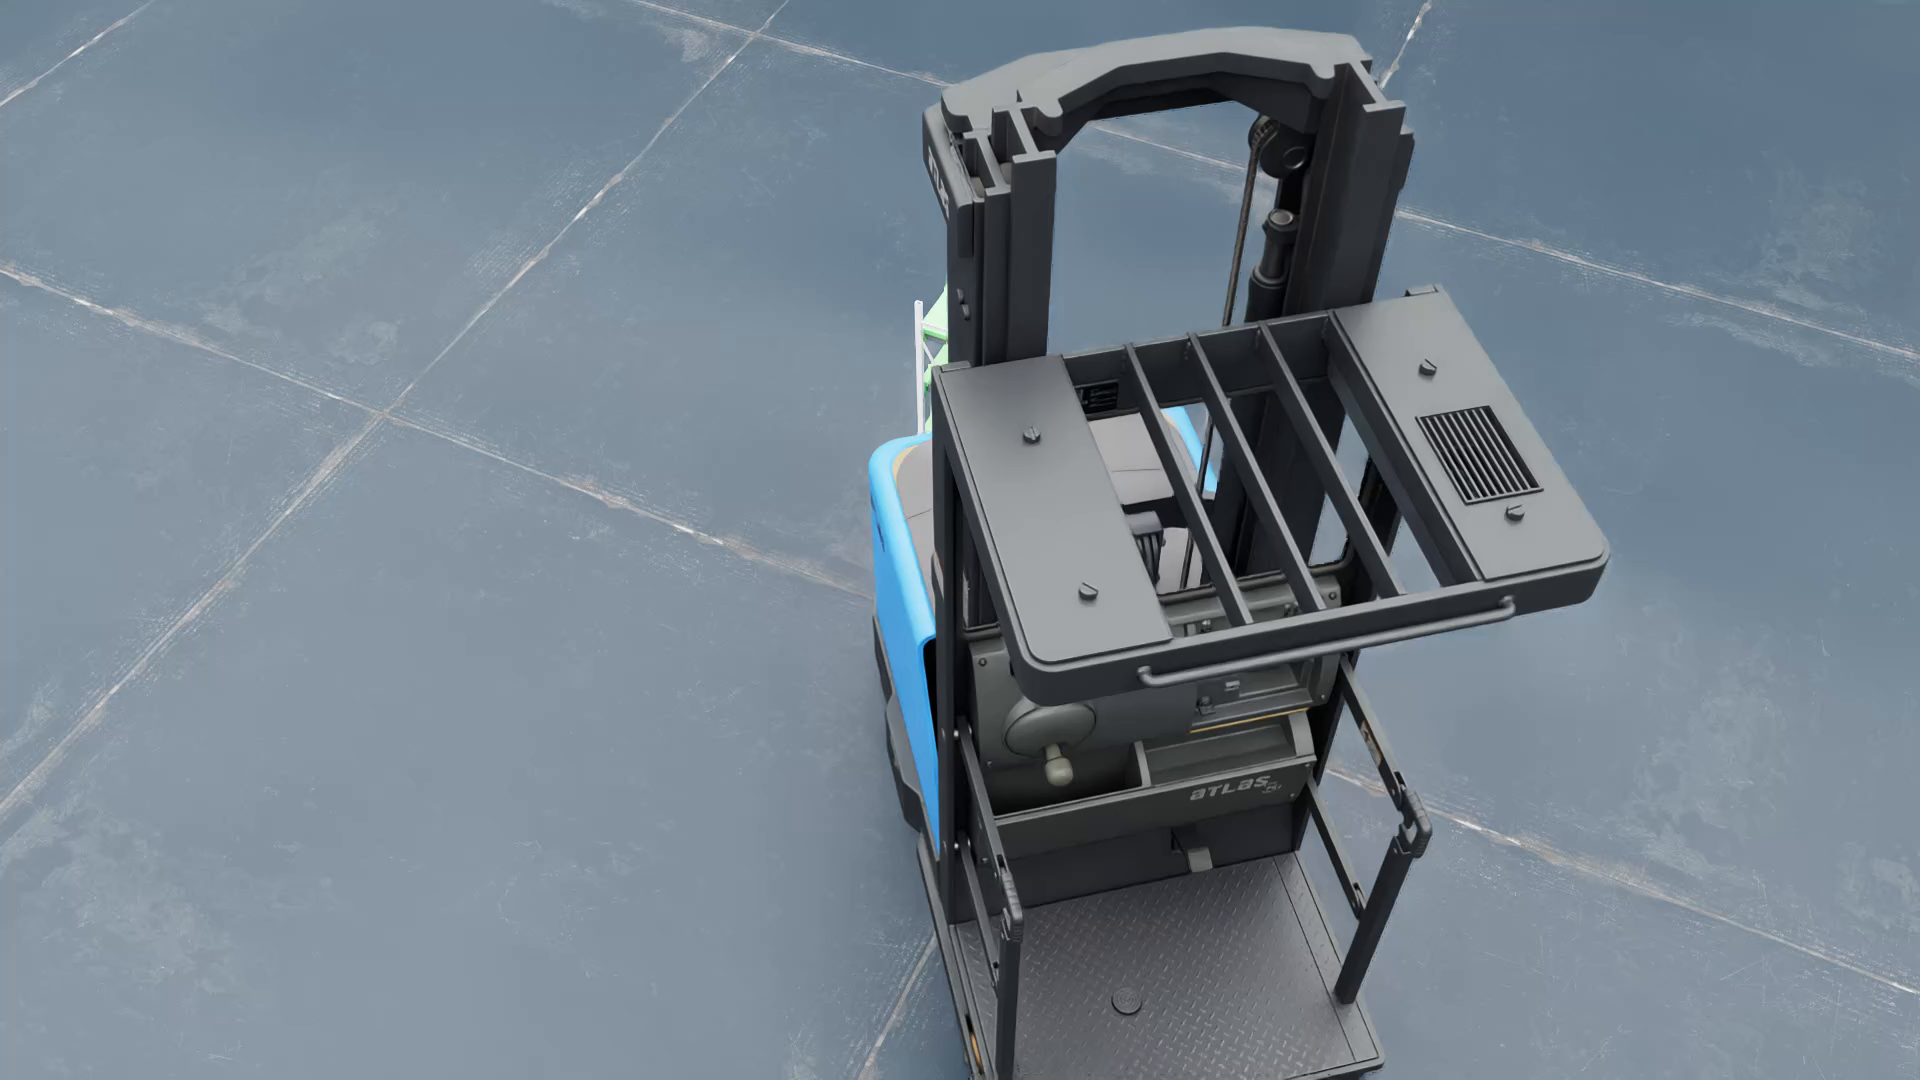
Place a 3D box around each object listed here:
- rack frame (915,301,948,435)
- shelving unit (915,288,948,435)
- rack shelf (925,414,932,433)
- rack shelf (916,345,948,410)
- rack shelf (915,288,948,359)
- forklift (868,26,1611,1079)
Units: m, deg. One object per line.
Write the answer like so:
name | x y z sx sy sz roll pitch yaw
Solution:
rack frame | -0.034 -0.335 5.747 0.240 1.200 0.015 20 52 16
shelving unit | 0.071 -0.503 5.890 0.258 1.200 0.503 20 52 16
rack shelf | 0.071 -0.461 5.939 0.258 0.148 0.480 20 52 16
rack shelf | 0.071 -0.617 5.756 0.258 0.148 0.480 20 52 16
rack shelf | 0.071 -0.772 5.573 0.258 0.148 0.480 20 52 16
forklift | 0.539 0.456 3.937 1.130 2.935 3.031 -10 50 -9
